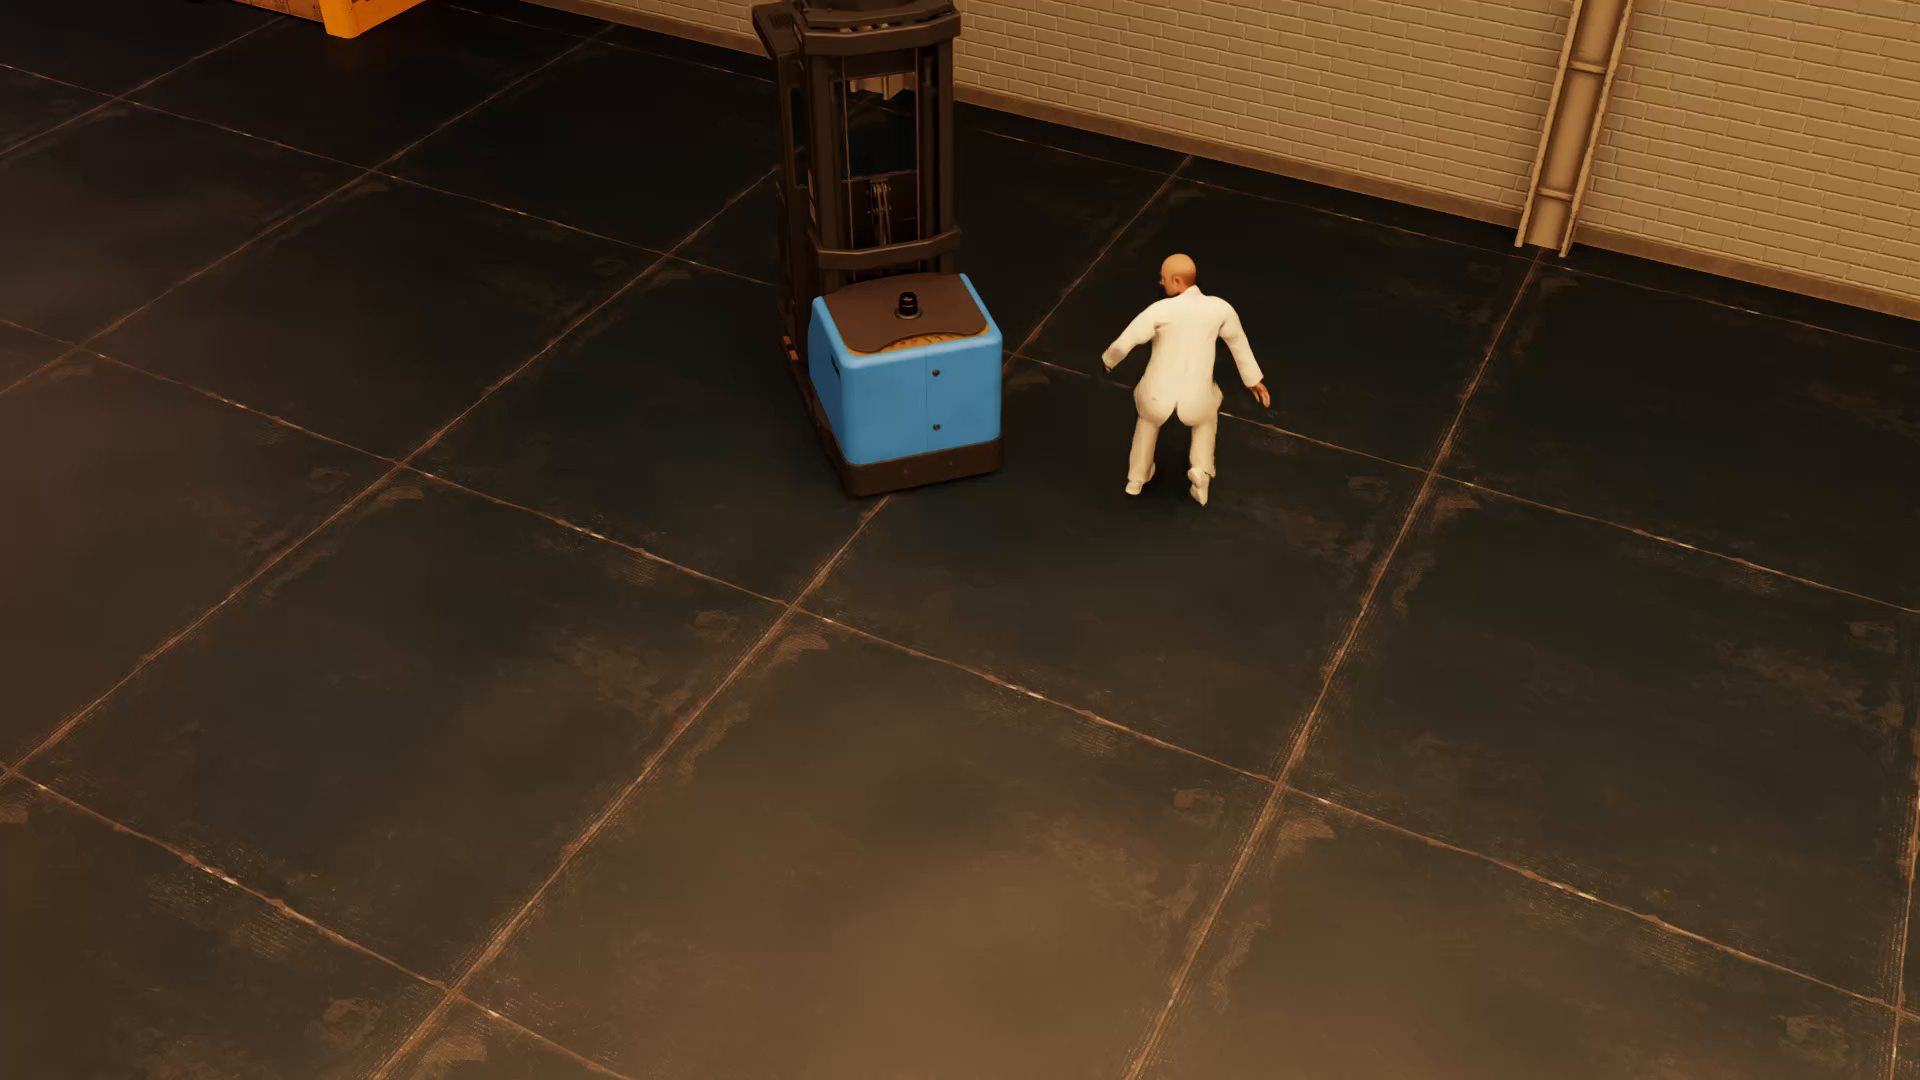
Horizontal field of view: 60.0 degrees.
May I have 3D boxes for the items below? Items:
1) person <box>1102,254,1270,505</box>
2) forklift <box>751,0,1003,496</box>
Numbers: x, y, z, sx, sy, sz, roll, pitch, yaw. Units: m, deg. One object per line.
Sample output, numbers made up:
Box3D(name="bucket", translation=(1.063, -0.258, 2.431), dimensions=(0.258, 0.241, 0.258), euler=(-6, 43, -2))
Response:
Box3D(name="person", translation=(1.382, -0.941, 10.198), dimensions=(1.027, 1.636, 0.538), euler=(1, 40, 1))
Box3D(name="forklift", translation=(-0.650, -2.355, 10.782), dimensions=(1.130, 2.935, 3.031), euler=(-11, 41, -13))
